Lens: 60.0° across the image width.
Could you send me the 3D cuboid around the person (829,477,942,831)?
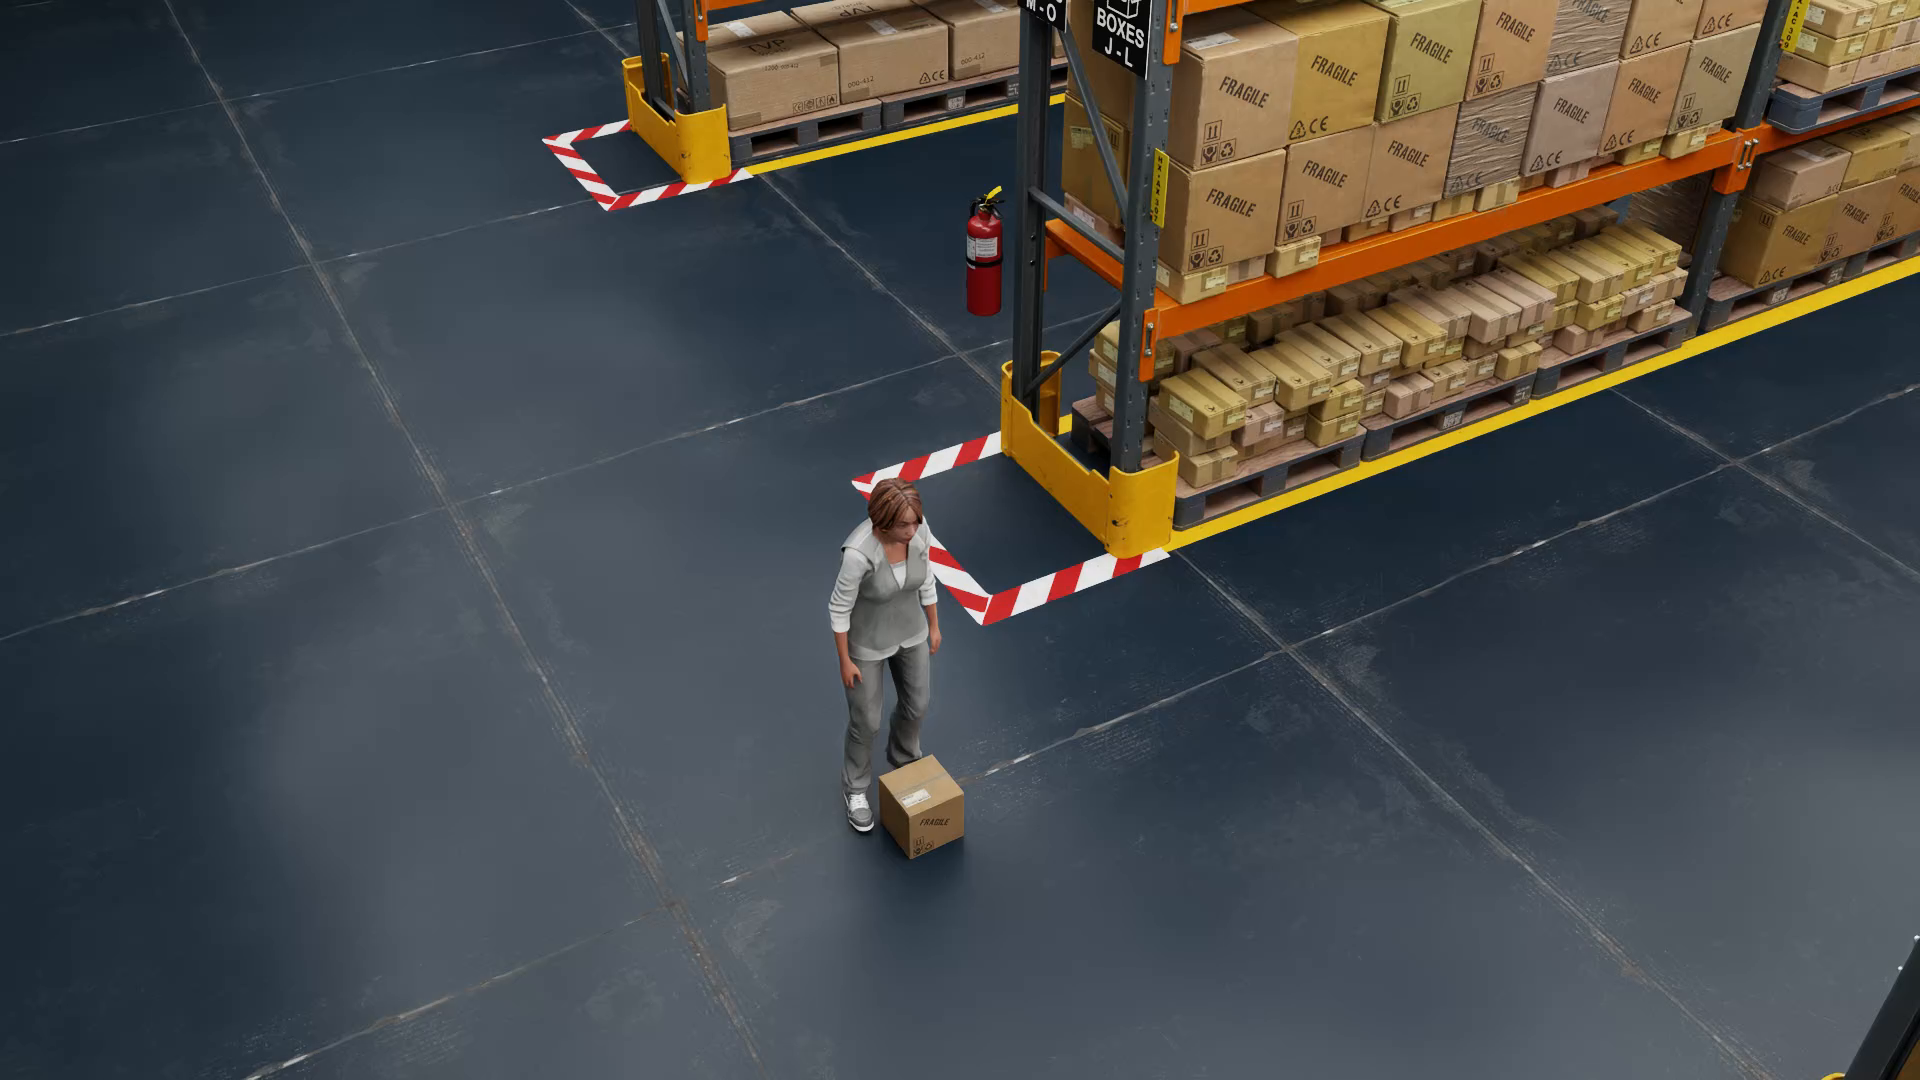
[{"bbox_3d":[-0.283,0.405,6.404,0.481,1.592,0.348,-22,42,-26],"label":"person"}]
